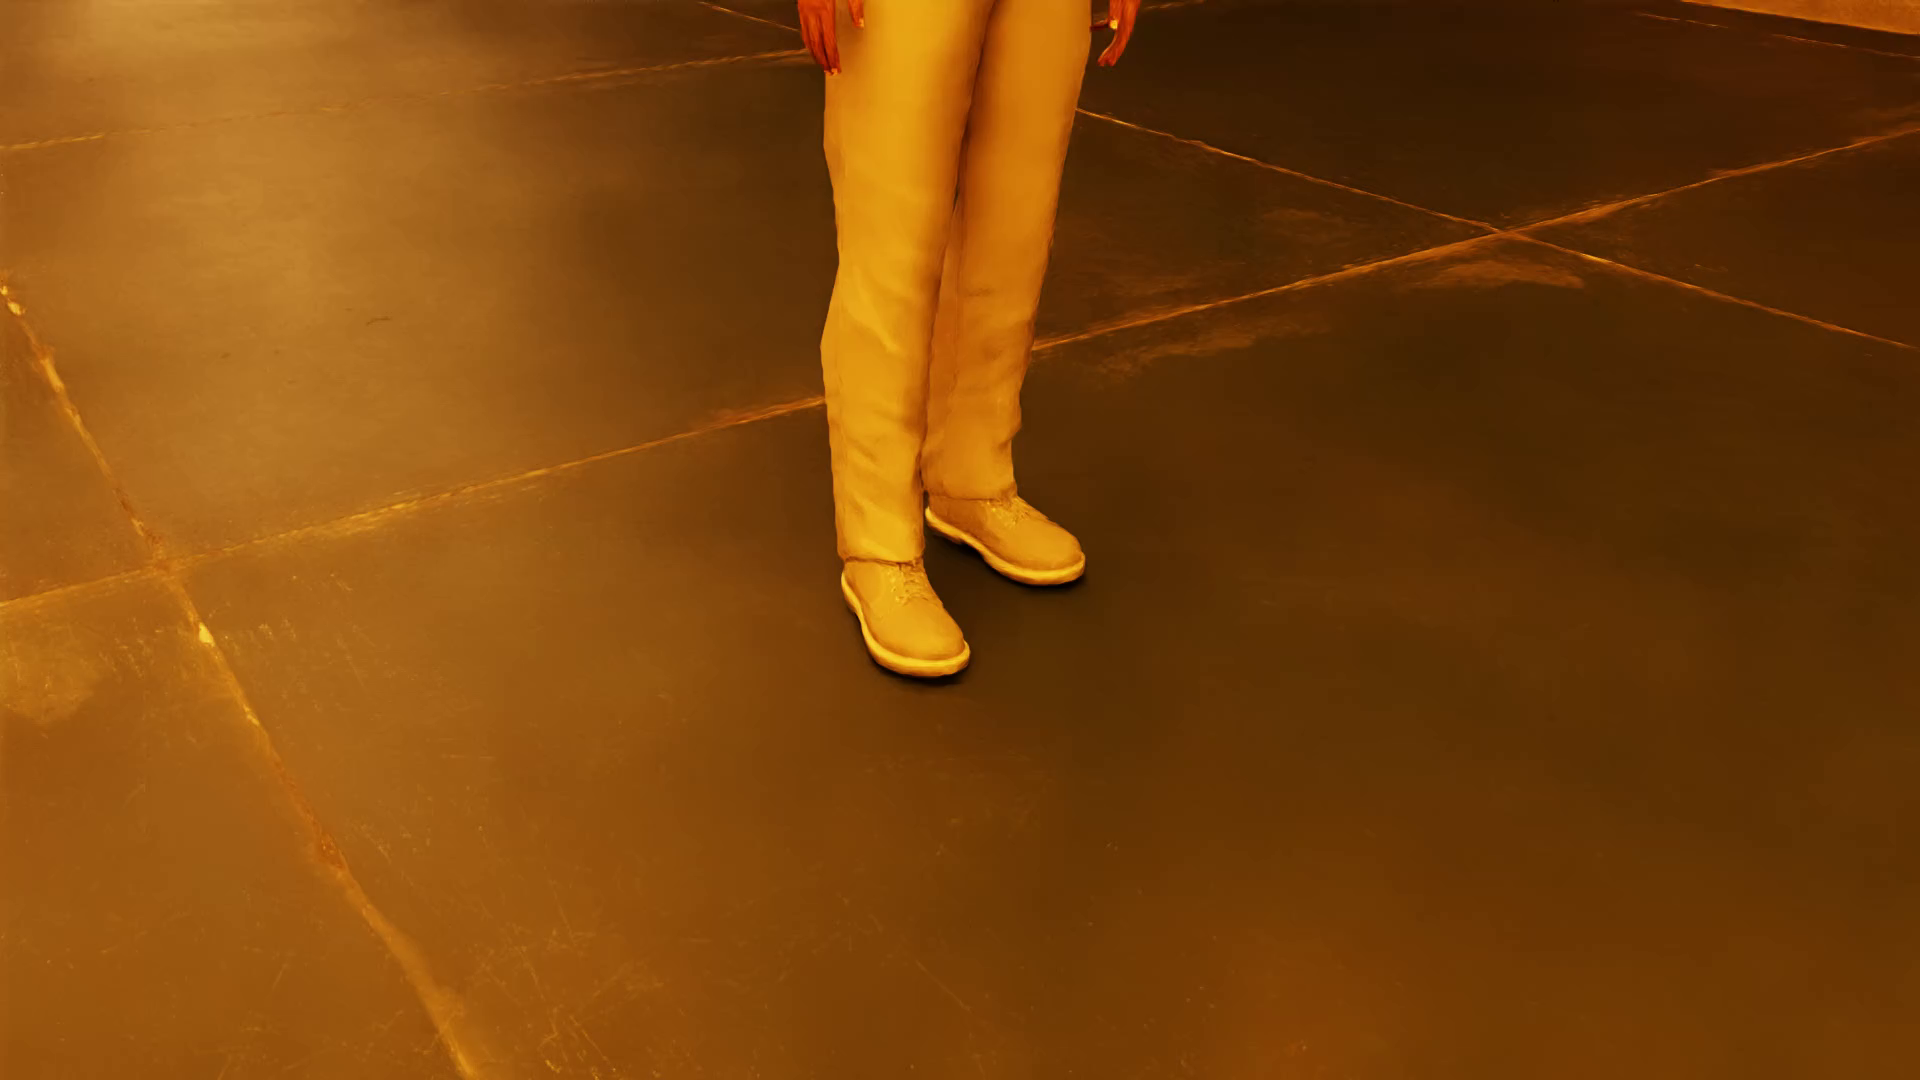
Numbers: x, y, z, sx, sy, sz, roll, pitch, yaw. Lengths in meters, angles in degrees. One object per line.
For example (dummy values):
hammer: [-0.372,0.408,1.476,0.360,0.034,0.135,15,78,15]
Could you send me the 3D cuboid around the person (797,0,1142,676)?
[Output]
person: [0.027,-0.732,2.051,0.570,1.695,0.527,-17,31,-31]
